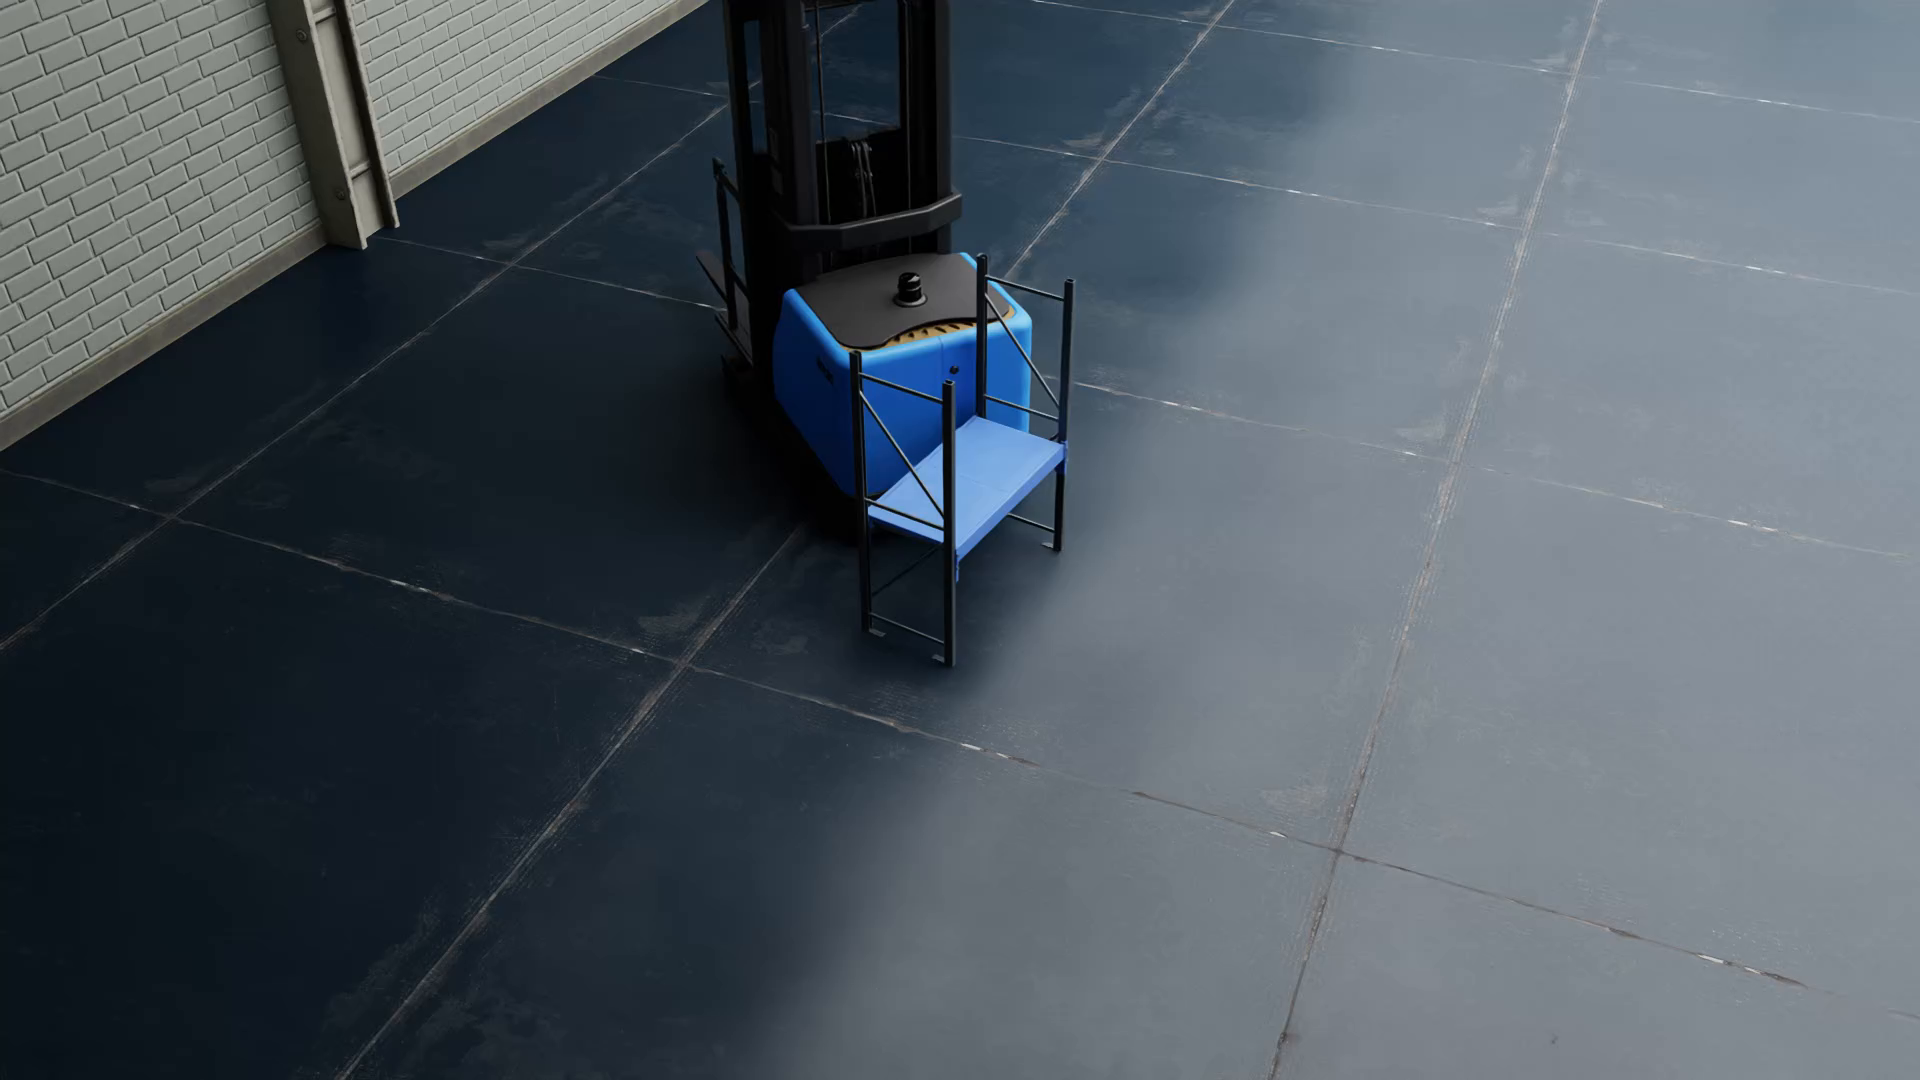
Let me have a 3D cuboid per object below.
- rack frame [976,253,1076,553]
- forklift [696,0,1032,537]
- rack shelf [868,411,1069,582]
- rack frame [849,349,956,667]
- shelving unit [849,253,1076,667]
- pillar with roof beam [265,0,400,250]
[{"bbox_3d":[0.296,-0.624,7.934,0.500,1.500,0.032,20,41,25],"label":"rack frame"},{"bbox_3d":[-0.712,-2.063,8.664,1.130,2.935,3.031,-15,39,-20],"label":"forklift"},{"bbox_3d":[0.028,-0.221,7.696,0.538,0.185,1.000,20,41,25],"label":"rack shelf"},{"bbox_3d":[-0.240,-0.107,7.242,0.500,1.500,0.032,20,41,25],"label":"rack frame"},{"bbox_3d":[0.028,-0.366,7.588,0.538,1.500,1.048,20,41,25],"label":"shelving unit"},{"bbox_3d":[-0.001,-4.670,7.083,9.100,9.000,0.400,14,39,18],"label":"pillar with roof beam"}]
